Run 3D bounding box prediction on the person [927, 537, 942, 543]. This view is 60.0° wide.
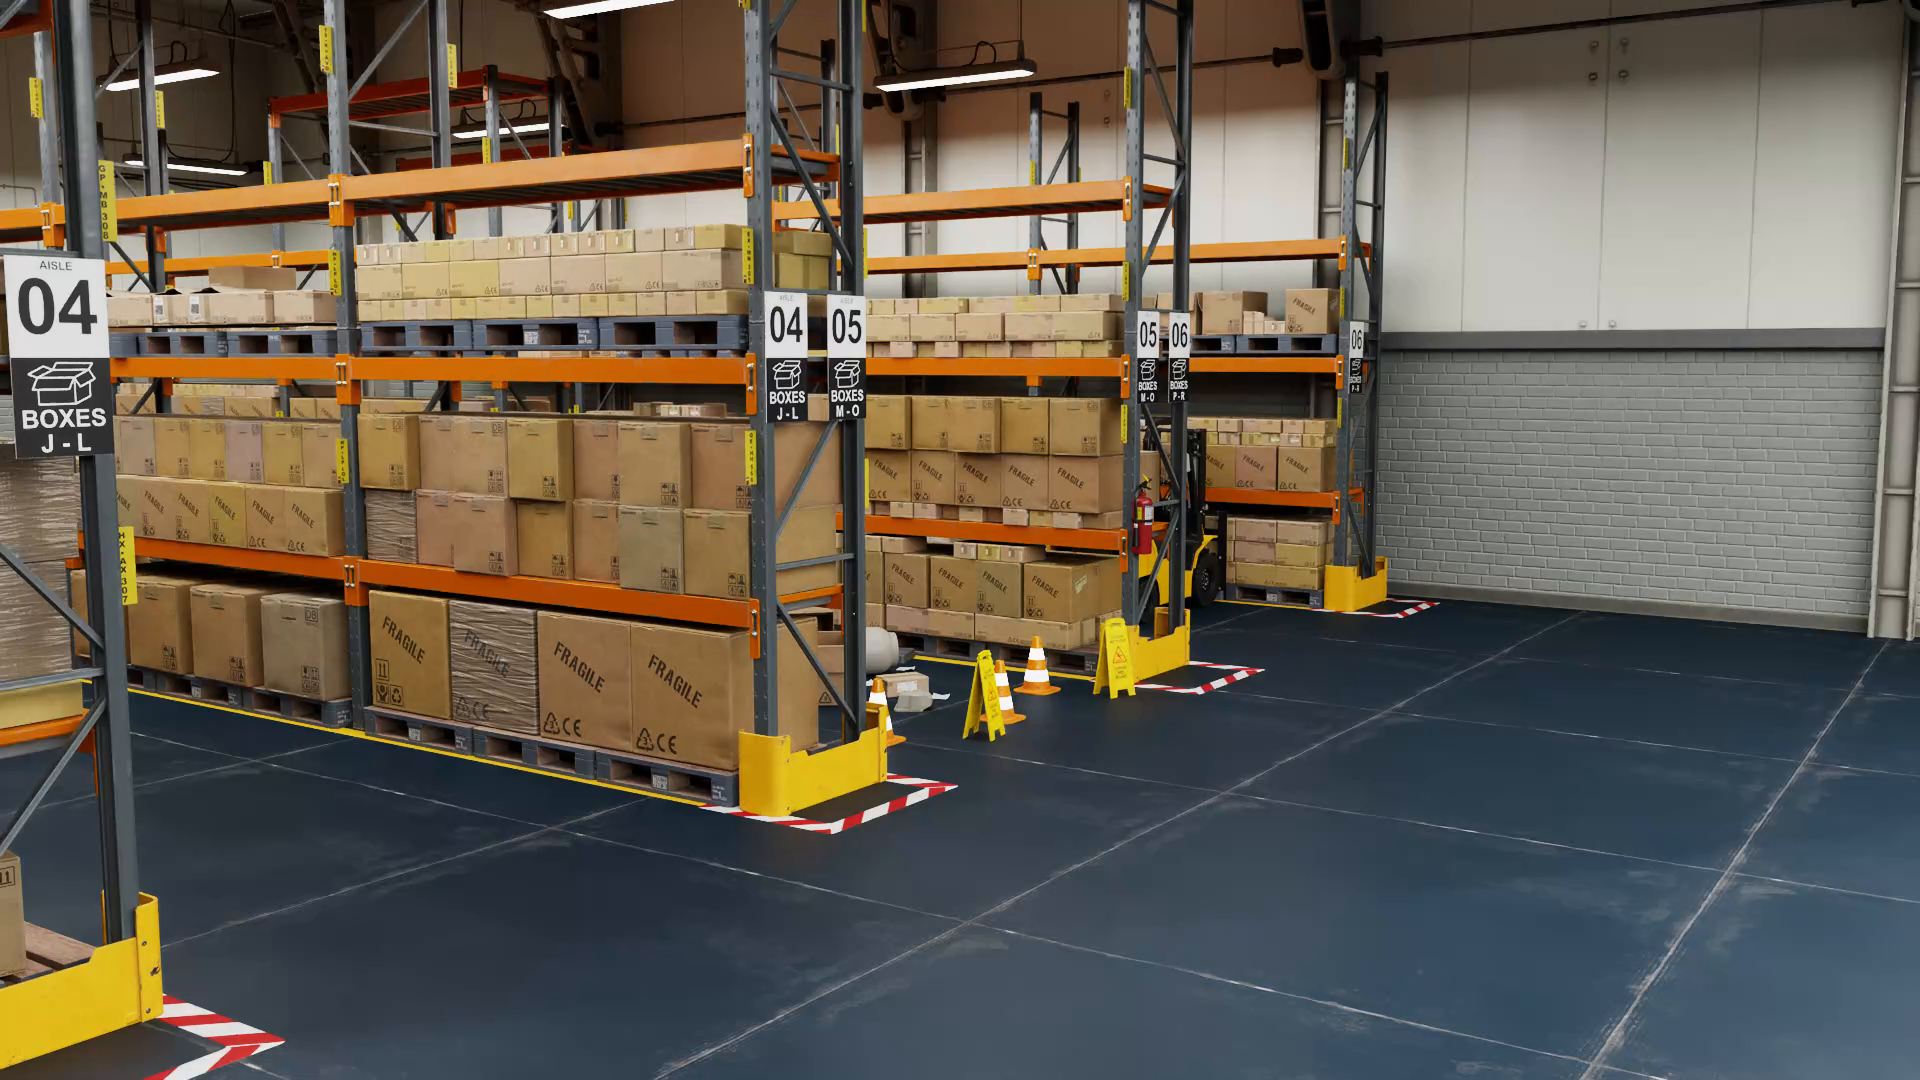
[{"bbox_3d":[-0.536,0.267,18.128,0.875,1.126,0.560,4,7,30],"label":"person"}]
